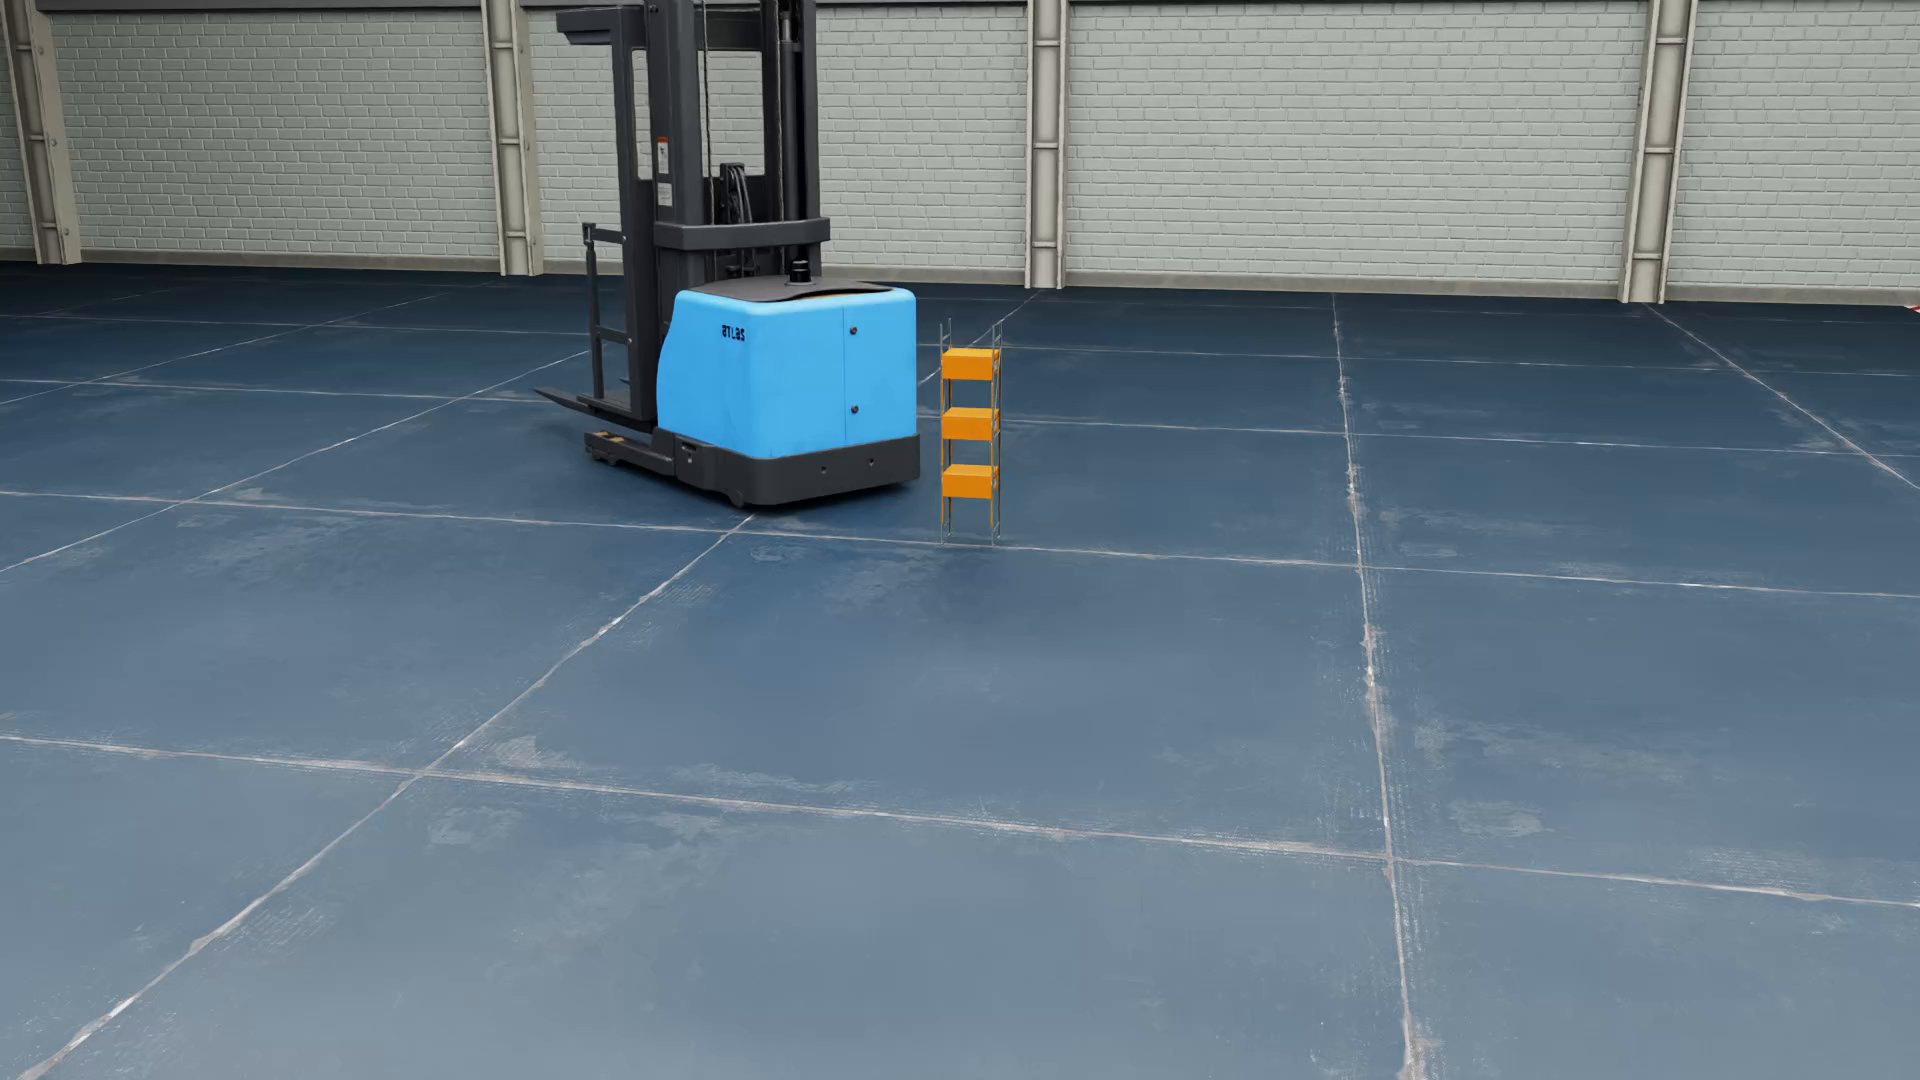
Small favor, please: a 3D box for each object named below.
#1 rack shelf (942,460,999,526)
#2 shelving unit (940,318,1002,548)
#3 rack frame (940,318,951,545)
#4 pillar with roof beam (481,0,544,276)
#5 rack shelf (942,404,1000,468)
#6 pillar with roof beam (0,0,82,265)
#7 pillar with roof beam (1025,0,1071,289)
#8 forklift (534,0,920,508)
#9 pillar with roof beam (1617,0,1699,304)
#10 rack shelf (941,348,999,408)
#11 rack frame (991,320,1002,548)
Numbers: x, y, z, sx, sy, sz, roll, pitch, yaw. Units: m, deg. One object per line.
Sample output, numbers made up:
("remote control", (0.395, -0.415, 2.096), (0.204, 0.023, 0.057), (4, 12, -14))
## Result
("rack shelf", (0.052, -0.225, 7.919), (0.240, 0.259, 0.215), (3, 16, 11))
("shelving unit", (0.052, -0.503, 7.842), (0.252, 1.050, 0.215), (3, 16, 11))
("rack frame", (-0.067, -0.510, 7.865), (0.008, 1.050, 0.200), (3, 16, 11))
("pillar with roof beam", (-5.827, -6.233, 13.637), (0.400, 9.000, 9.100), (3, 16, 11))
("rack shelf", (0.052, -0.493, 7.844), (0.240, 0.259, 0.215), (3, 16, 11))
("pillar with roof beam", (-11.707, -6.552, 14.789), (0.400, 9.000, 9.100), (3, 16, 11))
("pillar with roof beam", (0.052, -5.914, 12.484), (0.400, 9.000, 9.100), (3, 16, 11))
("forklift", (-1.528, -1.909, 9.391), (1.130, 2.935, 3.031), (-12, 20, -37))
("pillar with roof beam", (5.932, -5.595, 11.332), (0.400, 9.000, 9.100), (3, 16, 11))
("rack shelf", (0.052, -0.766, 7.769), (0.240, 0.259, 0.215), (3, 16, 11))
("rack frame", (0.172, -0.497, 7.818), (0.008, 1.050, 0.200), (3, 16, 11))
